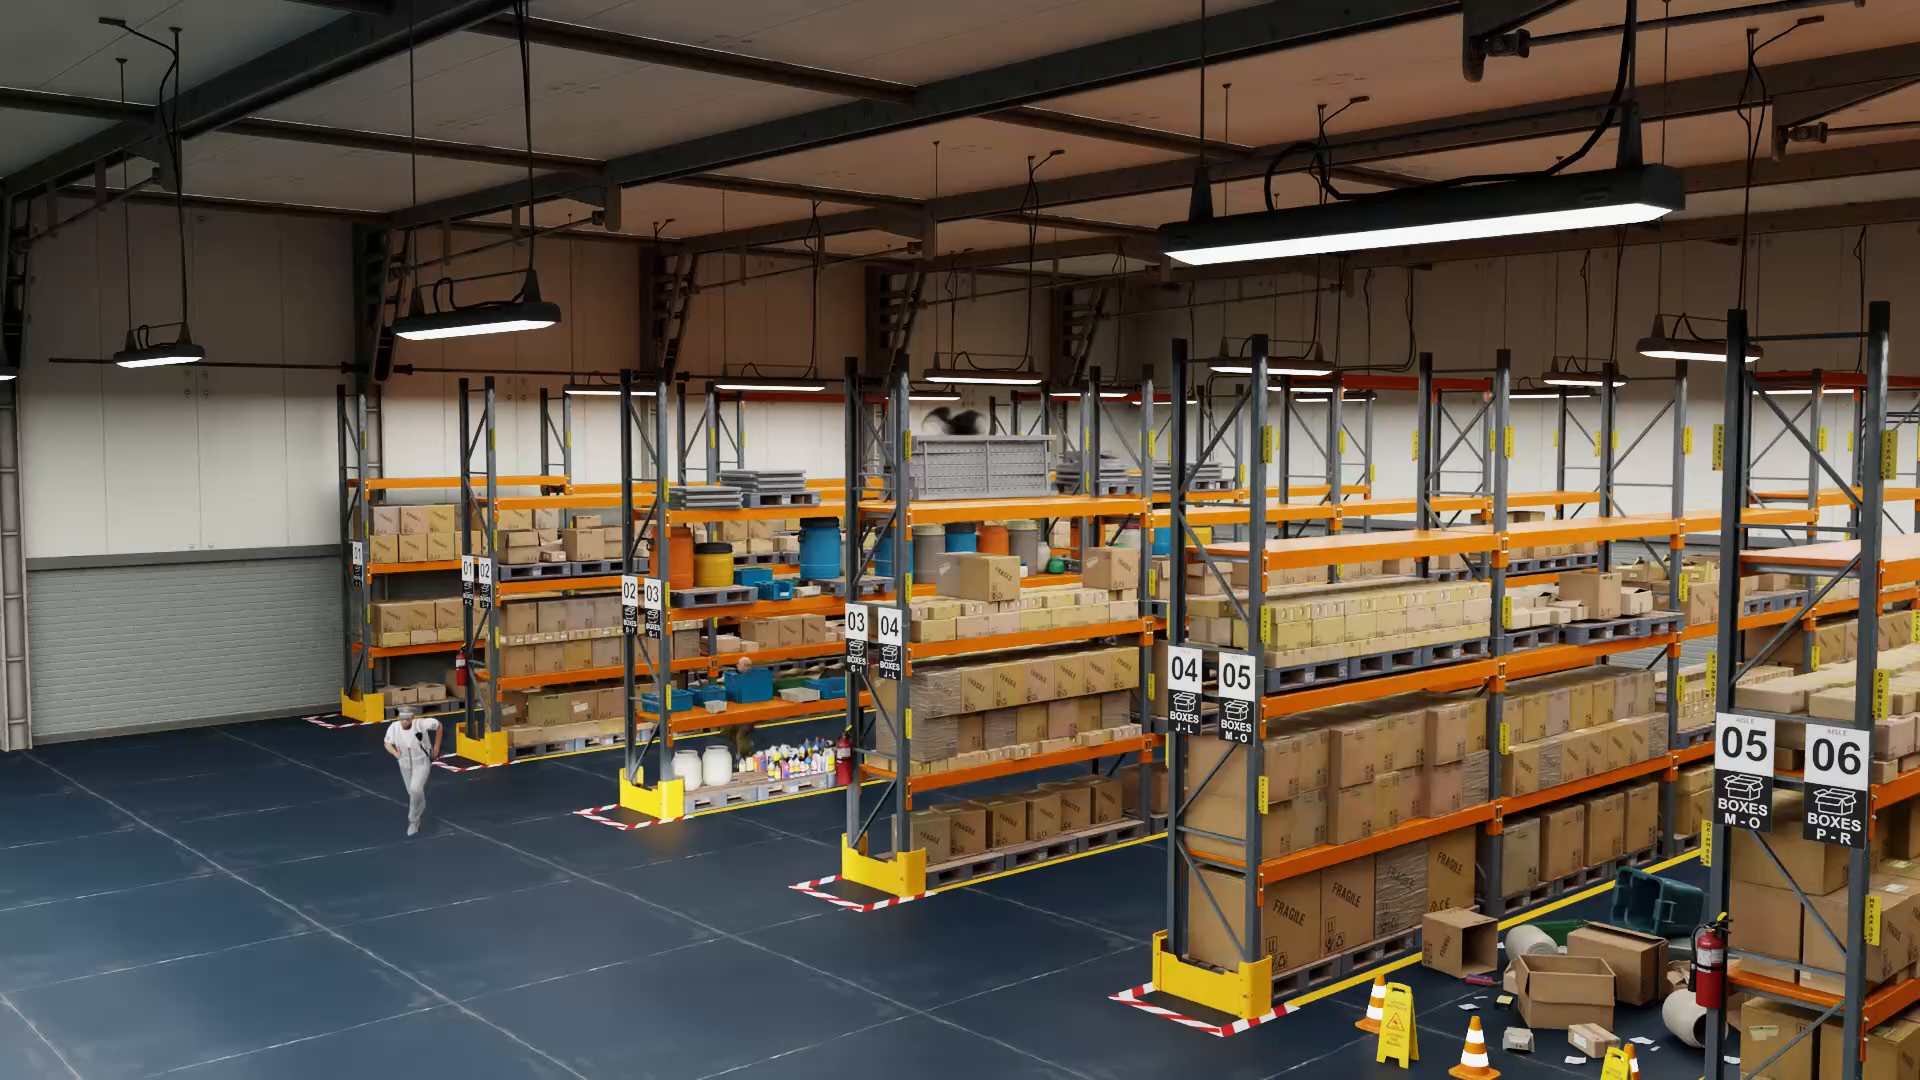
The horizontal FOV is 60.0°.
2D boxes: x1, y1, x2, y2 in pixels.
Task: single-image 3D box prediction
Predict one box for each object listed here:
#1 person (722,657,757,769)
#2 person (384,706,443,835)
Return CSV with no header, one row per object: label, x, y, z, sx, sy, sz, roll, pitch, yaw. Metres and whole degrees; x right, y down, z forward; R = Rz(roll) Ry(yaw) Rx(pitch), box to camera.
person,-3.301,2.646,25.440,0.598,1.734,0.806,-3,5,-35
person,-7.078,2.953,21.642,0.707,1.719,1.014,0,4,-5
